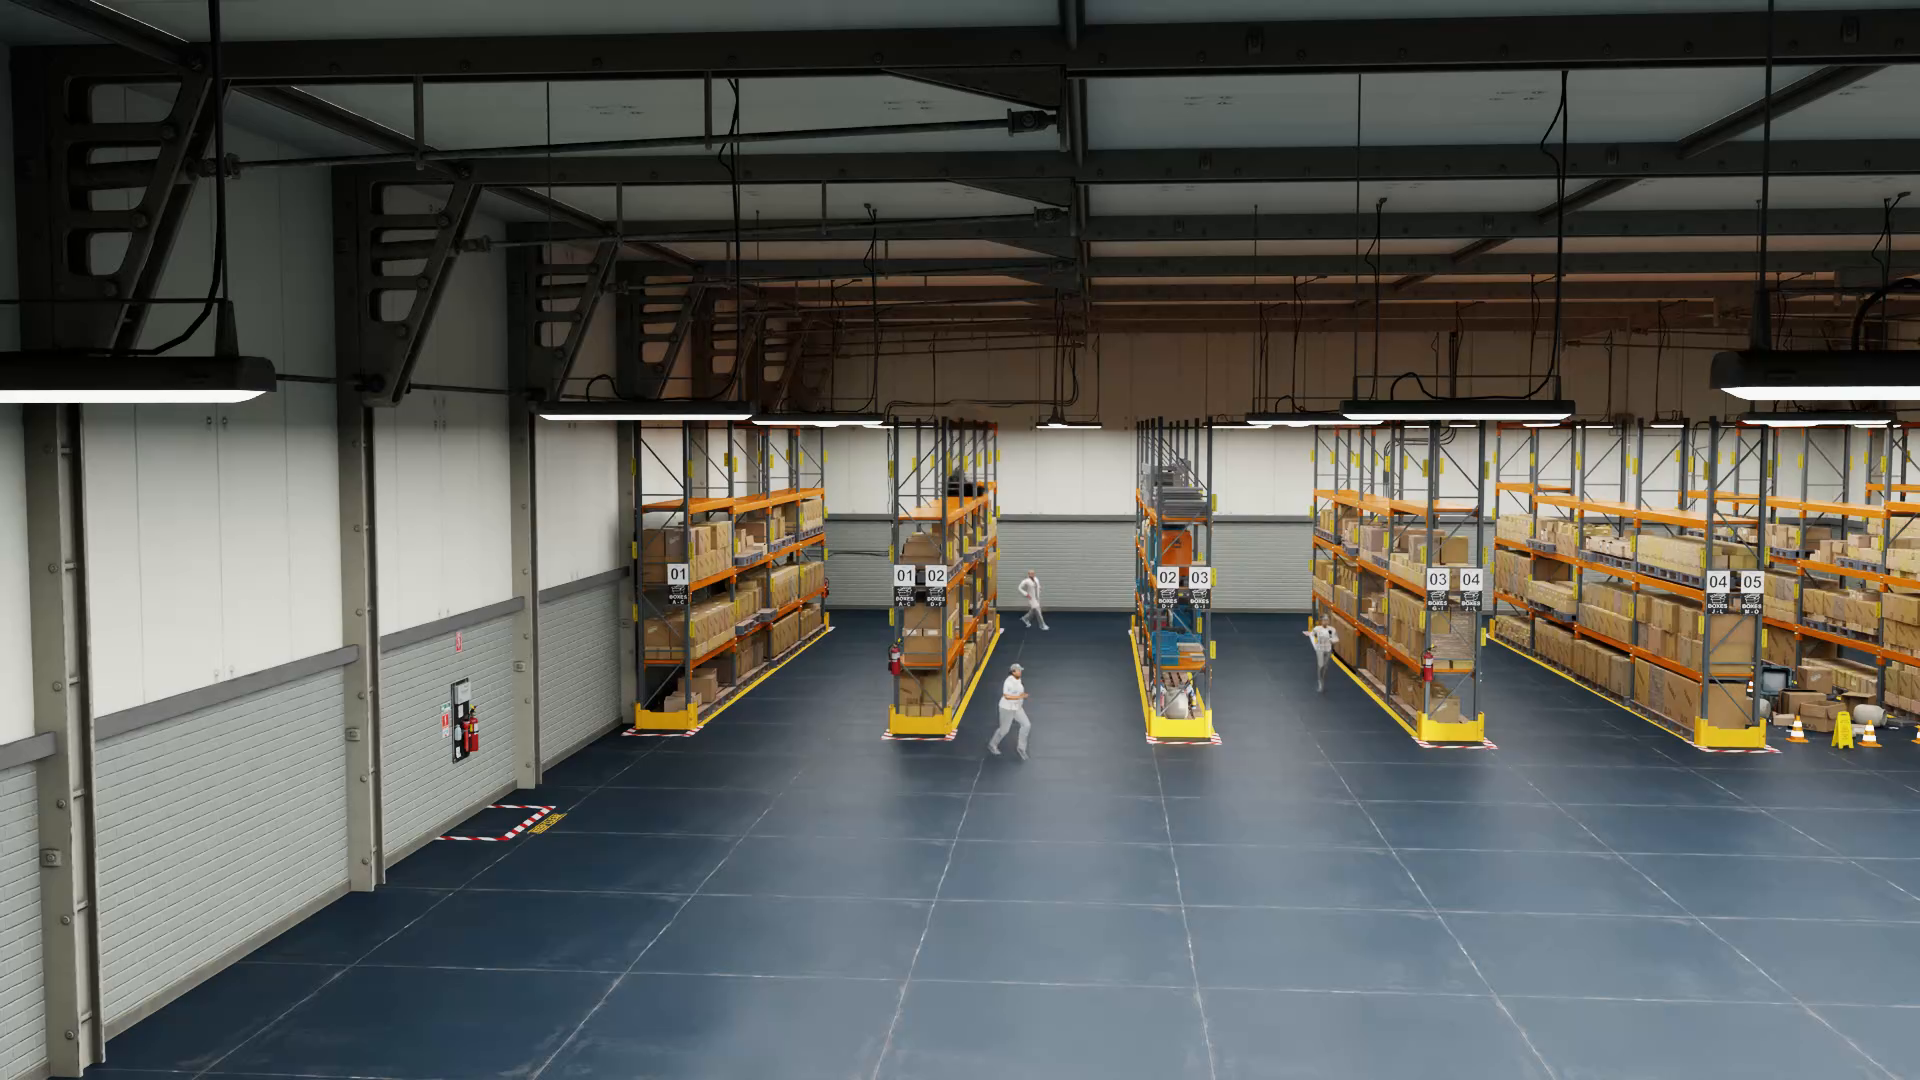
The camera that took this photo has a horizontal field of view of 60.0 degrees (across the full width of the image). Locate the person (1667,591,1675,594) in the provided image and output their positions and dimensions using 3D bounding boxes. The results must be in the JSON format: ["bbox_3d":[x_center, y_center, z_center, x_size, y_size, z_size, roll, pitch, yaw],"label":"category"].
[{"bbox_3d":[20.220,1.783,47.289,0.574,1.736,0.715,2,4,32],"label":"person"}]

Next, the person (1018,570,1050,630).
[{"bbox_3d":[2.004,1.700,47.954,0.918,1.691,0.717,3,5,39],"label":"person"}]

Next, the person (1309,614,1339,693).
[{"bbox_3d":[8.058,2.491,36.793,0.589,1.741,0.778,0,4,-1],"label":"person"}]

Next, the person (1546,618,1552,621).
[{"bbox_3d":[16.625,1.825,46.511,0.766,1.704,0.582,-1,4,-19],"label":"person"}]

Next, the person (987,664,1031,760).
[{"bbox_3d":[0.871,3.004,29.145,0.800,1.708,0.622,2,4,30],"label":"person"}]
